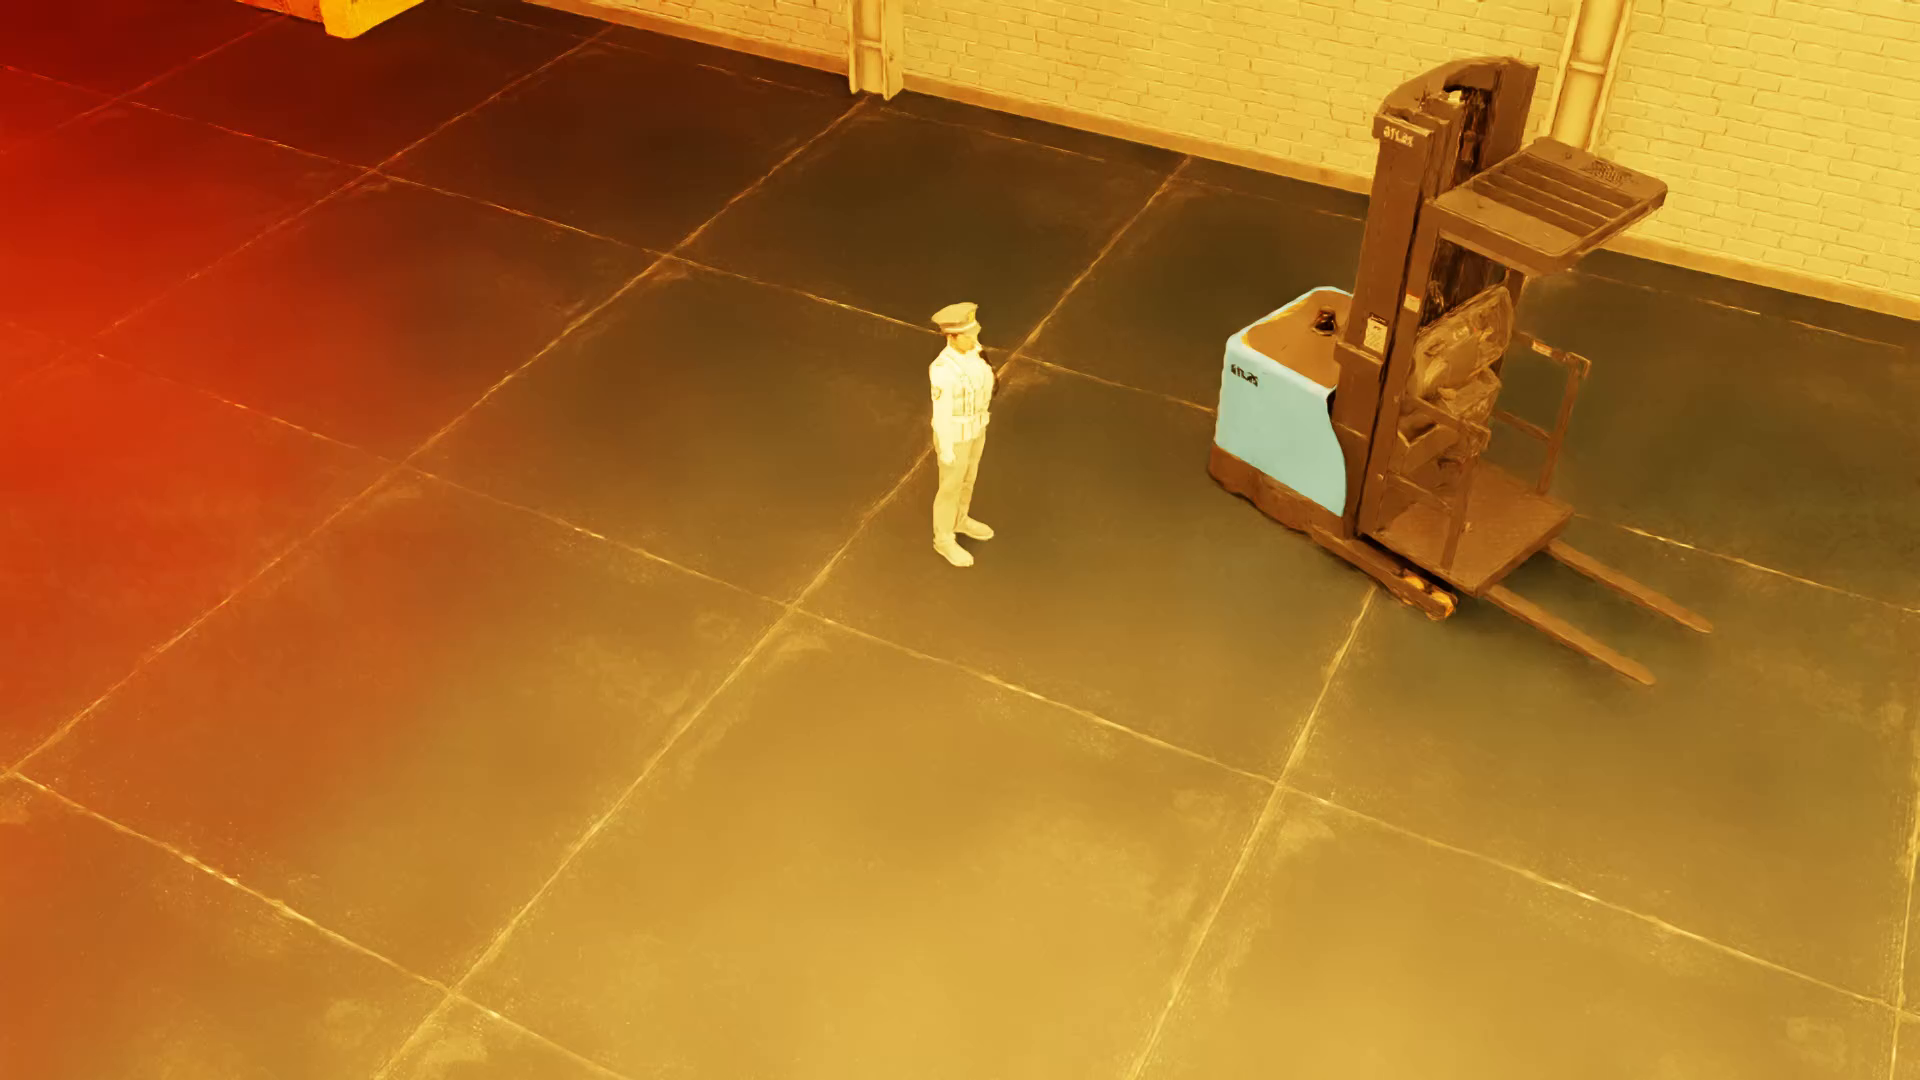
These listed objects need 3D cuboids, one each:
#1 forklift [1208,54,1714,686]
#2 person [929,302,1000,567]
[{"bbox_3d":[2.961,-1.028,9.208,1.130,2.935,3.031,-31,49,-31],"label":"forklift"},{"bbox_3d":[0.014,-0.639,9.715,0.336,1.686,0.462,18,43,21],"label":"person"}]
